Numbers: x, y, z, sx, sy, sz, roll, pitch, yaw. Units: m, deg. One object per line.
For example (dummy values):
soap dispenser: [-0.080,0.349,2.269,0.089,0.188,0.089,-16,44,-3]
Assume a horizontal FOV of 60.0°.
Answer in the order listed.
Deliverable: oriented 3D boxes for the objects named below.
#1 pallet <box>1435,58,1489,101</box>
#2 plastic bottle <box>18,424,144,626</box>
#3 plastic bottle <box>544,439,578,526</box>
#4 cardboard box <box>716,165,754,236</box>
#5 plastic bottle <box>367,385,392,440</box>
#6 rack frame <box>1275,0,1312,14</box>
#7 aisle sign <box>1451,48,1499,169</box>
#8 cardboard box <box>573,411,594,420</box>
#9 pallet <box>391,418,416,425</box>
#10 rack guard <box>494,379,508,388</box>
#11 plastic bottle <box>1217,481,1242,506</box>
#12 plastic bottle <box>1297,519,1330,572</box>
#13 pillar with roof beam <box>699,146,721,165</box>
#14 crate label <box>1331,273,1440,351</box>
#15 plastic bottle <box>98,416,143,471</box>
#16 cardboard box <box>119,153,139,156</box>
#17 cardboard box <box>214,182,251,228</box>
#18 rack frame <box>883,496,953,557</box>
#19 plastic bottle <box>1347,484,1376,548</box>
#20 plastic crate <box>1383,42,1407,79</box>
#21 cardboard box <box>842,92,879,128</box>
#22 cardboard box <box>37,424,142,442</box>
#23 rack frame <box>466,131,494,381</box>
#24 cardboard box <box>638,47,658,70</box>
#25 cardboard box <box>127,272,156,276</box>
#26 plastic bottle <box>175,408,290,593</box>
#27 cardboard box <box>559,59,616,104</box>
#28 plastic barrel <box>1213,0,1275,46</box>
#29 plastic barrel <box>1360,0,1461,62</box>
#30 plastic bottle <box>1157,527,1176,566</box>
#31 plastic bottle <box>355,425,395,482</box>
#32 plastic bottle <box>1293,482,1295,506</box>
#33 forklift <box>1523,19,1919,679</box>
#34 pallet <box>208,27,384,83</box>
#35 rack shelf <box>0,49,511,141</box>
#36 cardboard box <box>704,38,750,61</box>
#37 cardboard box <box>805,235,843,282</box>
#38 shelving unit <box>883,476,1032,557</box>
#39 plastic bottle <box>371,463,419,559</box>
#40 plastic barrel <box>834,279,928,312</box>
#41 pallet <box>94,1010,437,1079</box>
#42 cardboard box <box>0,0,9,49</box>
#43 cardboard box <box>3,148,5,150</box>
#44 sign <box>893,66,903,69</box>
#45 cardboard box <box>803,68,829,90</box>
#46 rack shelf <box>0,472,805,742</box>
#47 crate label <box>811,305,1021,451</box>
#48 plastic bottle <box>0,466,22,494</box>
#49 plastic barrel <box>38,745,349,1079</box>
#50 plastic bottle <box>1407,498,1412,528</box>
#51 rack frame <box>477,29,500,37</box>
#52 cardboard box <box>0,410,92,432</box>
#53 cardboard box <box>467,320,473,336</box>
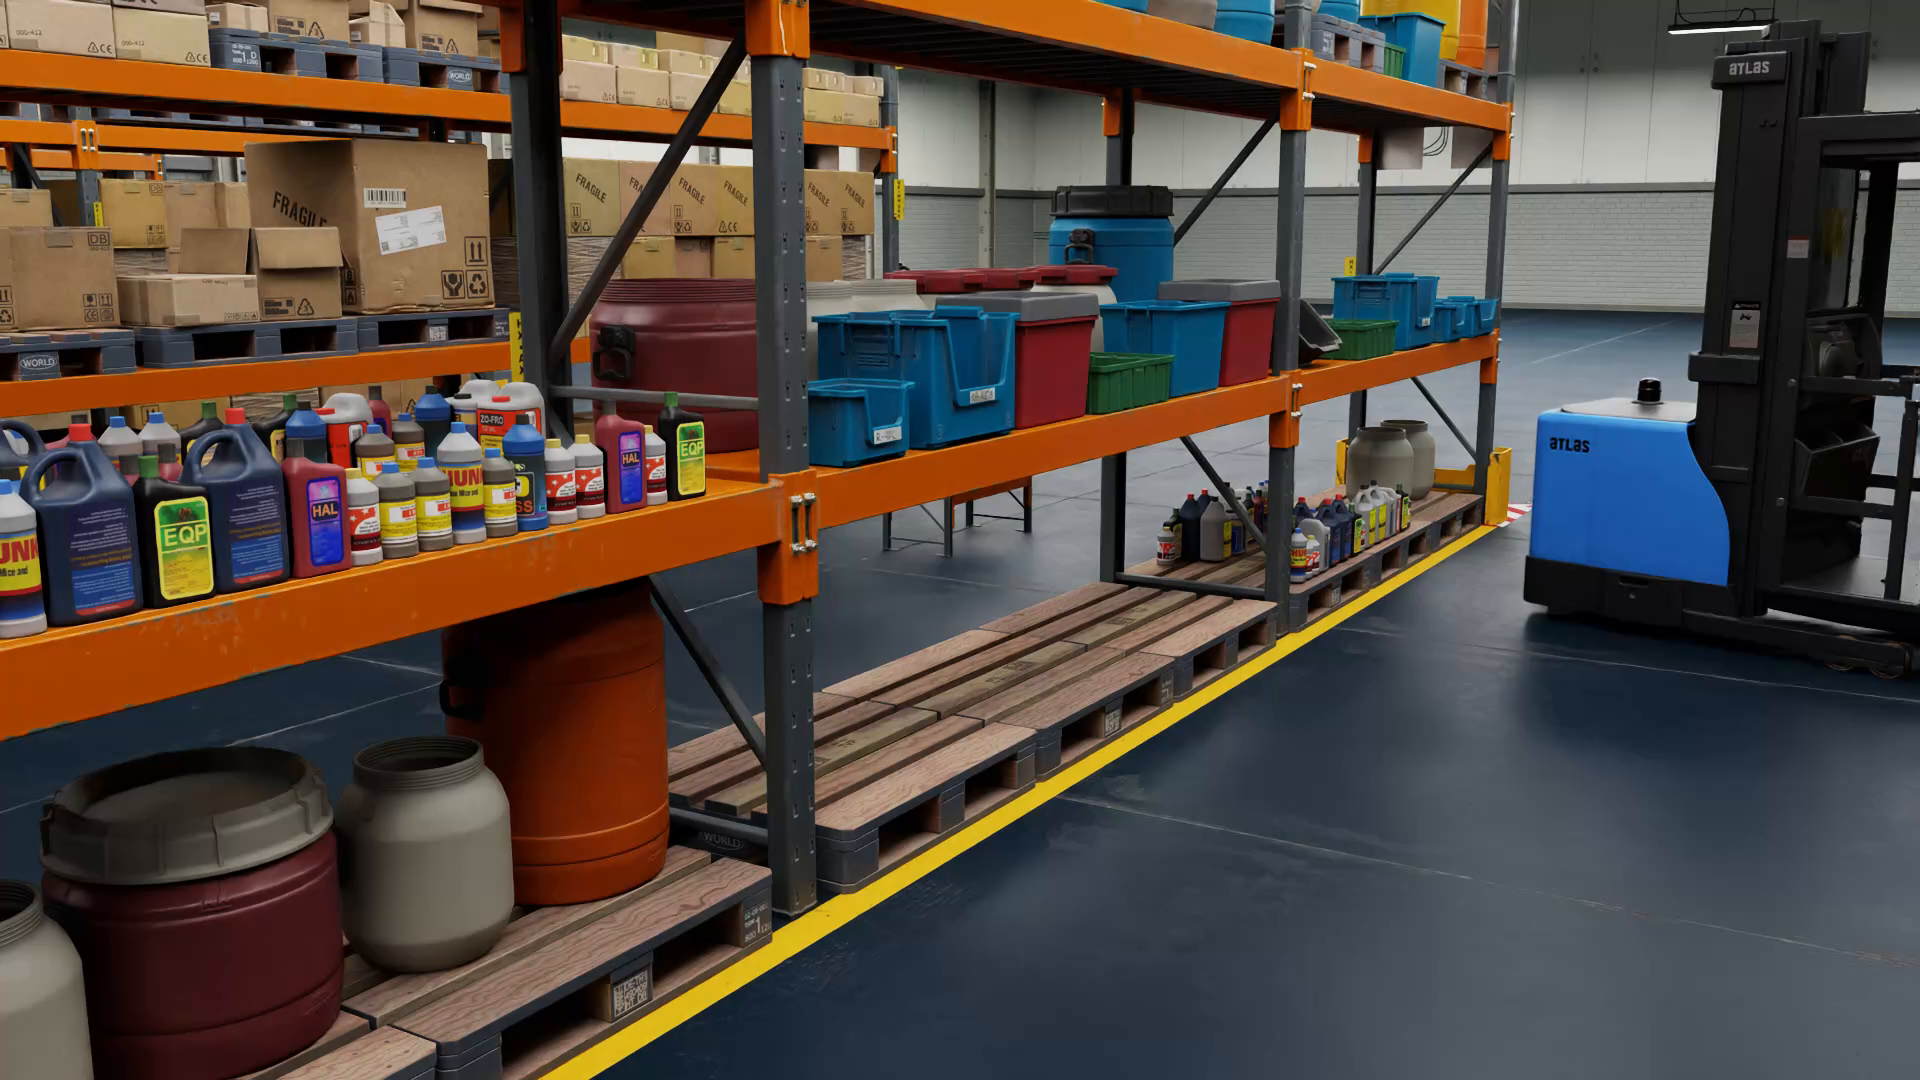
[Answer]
pallet: [2.753,-2.932,10.738,1.003,0.211,1.213,6,12,31]
plastic bottle: [-1.609,-0.033,3.028,0.144,0.351,0.185,6,12,31]
plastic bottle: [-0.978,-0.143,4.018,0.097,0.201,0.097,0,11,0]
cardboard box: [-1.824,-2.485,12.195,0.500,0.500,0.500,6,12,31]
plastic bottle: [-1.597,-0.271,4.480,0.061,0.283,0.133,6,12,31]
rack frame: [1.190,-3.990,7.729,1.000,3.000,0.127,6,12,31]
aisle sign: [3.558,-2.931,11.311,0.394,0.787,0.004,6,12,31]
cardboard box: [-2.511,-0.642,11.801,0.500,0.500,0.500,-9,14,-39]
pallet: [-5.501,-1.130,16.330,1.003,0.211,1.213,6,12,31]
rack guard: [-5.141,-1.409,17.035,1.175,0.500,0.348,6,12,31]
plastic bottle: [1.545,-0.166,9.605,0.144,0.351,0.185,6,12,30]
plastic bottle: [1.874,0.019,8.821,0.152,0.276,0.135,7,13,33]
pillar with roof beam: [-1.788,-8.909,34.004,9.100,9.000,0.548,6,12,31]
crate label: [2.542,-1.373,9.954,0.502,0.435,0.616,6,12,31]
plastic bottle: [-1.951,-0.151,3.874,0.097,0.271,0.097,0,11,0]
cardboard box: [-9.382,-4.359,18.531,0.380,0.149,0.250,6,12,31]
cardboard box: [-6.425,-2.833,14.509,0.875,0.550,0.550,6,12,31]
rack frame: [-0.267,-0.472,10.332,0.500,1.125,0.032,6,12,31]
plastic bottle: [2.282,-0.140,9.467,0.144,0.351,0.185,6,12,30]
plastic crate: [2.242,-2.634,9.211,0.336,0.188,0.450,6,12,31]
cardboard box: [-1.000,-3.444,13.372,0.500,0.250,0.500,7,13,32]
cardboard box: [-4.531,-0.435,8.598,0.500,0.250,0.500,8,13,37]
rack frame: [-5.153,-2.634,16.785,1.000,3.000,0.127,6,12,31]
cardboard box: [-2.281,-3.265,11.330,0.380,0.149,0.250,7,13,32]
cardboard box: [-4.485,-1.314,8.961,0.396,0.266,0.258,6,12,29]
plastic bottle: [-1.444,-0.083,3.295,0.144,0.351,0.185,6,12,31]
cardboard box: [-2.591,-2.962,10.794,0.500,0.250,0.500,6,12,28]
plastic barrel: [1.111,-2.662,7.421,0.600,0.901,0.708,6,12,31]
plastic barrel: [2.783,-3.253,10.287,0.600,0.588,0.600,0,11,0]
plastic bottle: [1.112,0.031,8.962,0.097,0.201,0.097,0,11,0]
plastic bottle: [-1.512,-0.196,4.304,0.097,0.201,0.097,0,11,0]
plastic bottle: [2.059,-0.291,10.488,0.097,0.271,0.097,0,11,0]
forklift: [4.366,-0.919,7.810,1.130,2.935,3.031,-10,15,-43]
pallet: [-3.991,-2.647,9.213,1.213,0.211,1.003,6,12,31]
rack shelf: [-4.082,-2.321,8.919,1.077,0.370,4.000,6,12,31]
cardboard box: [-1.555,-3.791,12.379,0.500,0.500,0.500,6,12,31]
cardboard box: [-1.433,-2.165,13.203,0.875,0.500,0.500,6,12,31]
shelving unit: [-0.004,-0.552,10.759,0.538,1.125,1.048,6,12,31]
plastic bottle: [-1.231,-0.066,3.610,0.097,0.201,0.097,0,11,0]
plastic barrel: [-0.317,-0.716,6.238,0.421,0.512,0.421,0,11,0]
pallet: [-1.895,1.277,3.473,1.003,0.211,1.213,6,12,31]
cardboard box: [-4.658,-2.336,7.451,0.500,0.250,0.500,7,12,32]
cardboard box: [-10.071,-4.160,17.469,0.380,0.149,0.250,6,12,29]
sign: [-0.503,-3.997,13.511,0.100,0.325,0.005,6,12,31]
cardboard box: [-1.238,-3.542,12.810,0.380,0.149,0.250,6,12,31]
rack shelf: [-1.925,0.256,3.307,1.077,0.370,4.000,6,12,31]
crate label: [-0.140,-0.560,5.614,0.502,0.435,0.616,6,12,31]
plastic bottle: [-1.735,0.001,3.060,0.097,0.271,0.097,0,11,0]
plastic barrel: [-1.713,0.822,3.736,0.600,0.588,0.708,6,12,31]
plastic bottle: [2.688,-0.181,10.092,0.097,0.201,0.097,0,11,0]
rack frame: [-3.043,-4.464,10.257,1.000,3.000,0.127,6,12,31]
cardboard box: [-7.475,-0.999,13.026,1.050,0.750,0.750,6,12,30]
cardboard box: [-3.183,-1.453,11.163,0.380,0.149,0.250,6,12,31]
